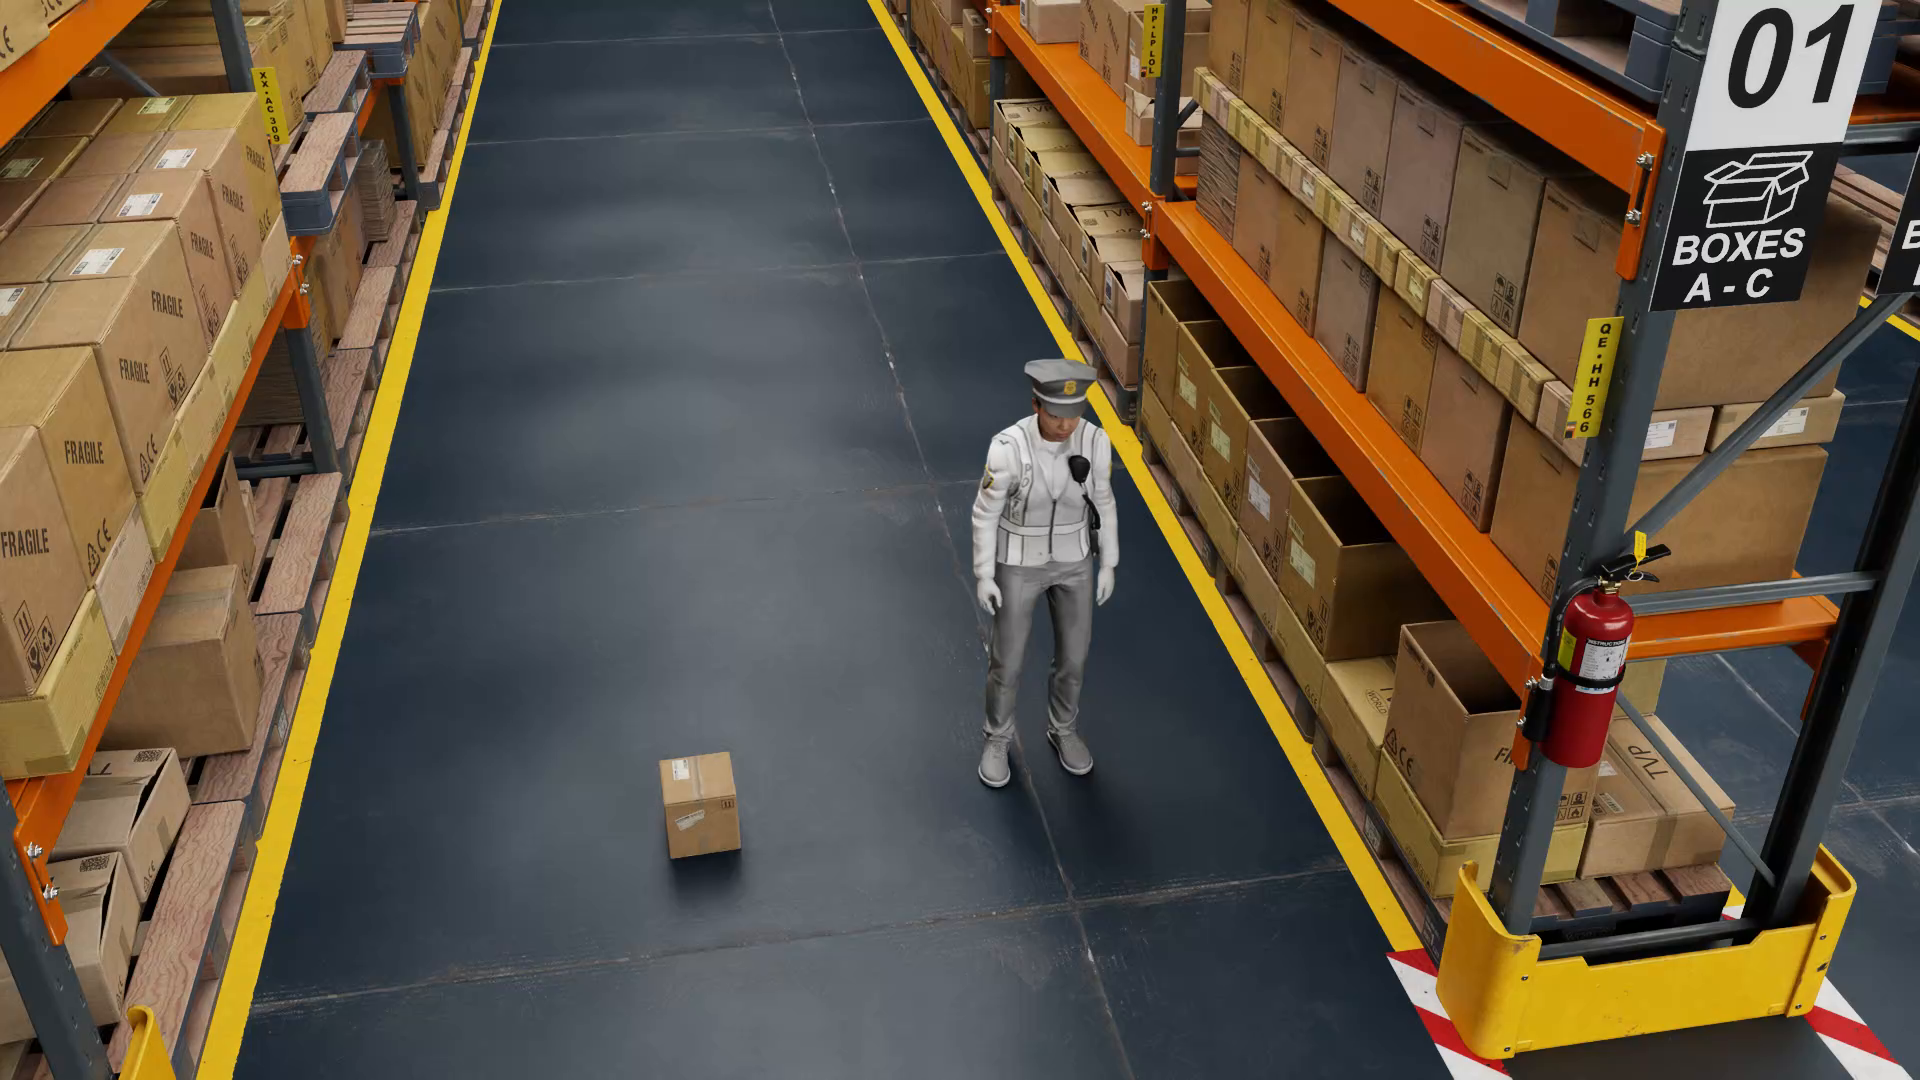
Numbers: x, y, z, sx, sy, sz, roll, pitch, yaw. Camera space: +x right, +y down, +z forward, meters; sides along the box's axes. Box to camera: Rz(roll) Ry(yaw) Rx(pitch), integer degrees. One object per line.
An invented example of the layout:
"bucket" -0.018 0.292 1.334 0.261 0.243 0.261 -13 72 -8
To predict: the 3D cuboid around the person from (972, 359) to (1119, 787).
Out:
"person" 0.306 0.107 5.949 0.530 1.663 0.371 -5 31 -9
